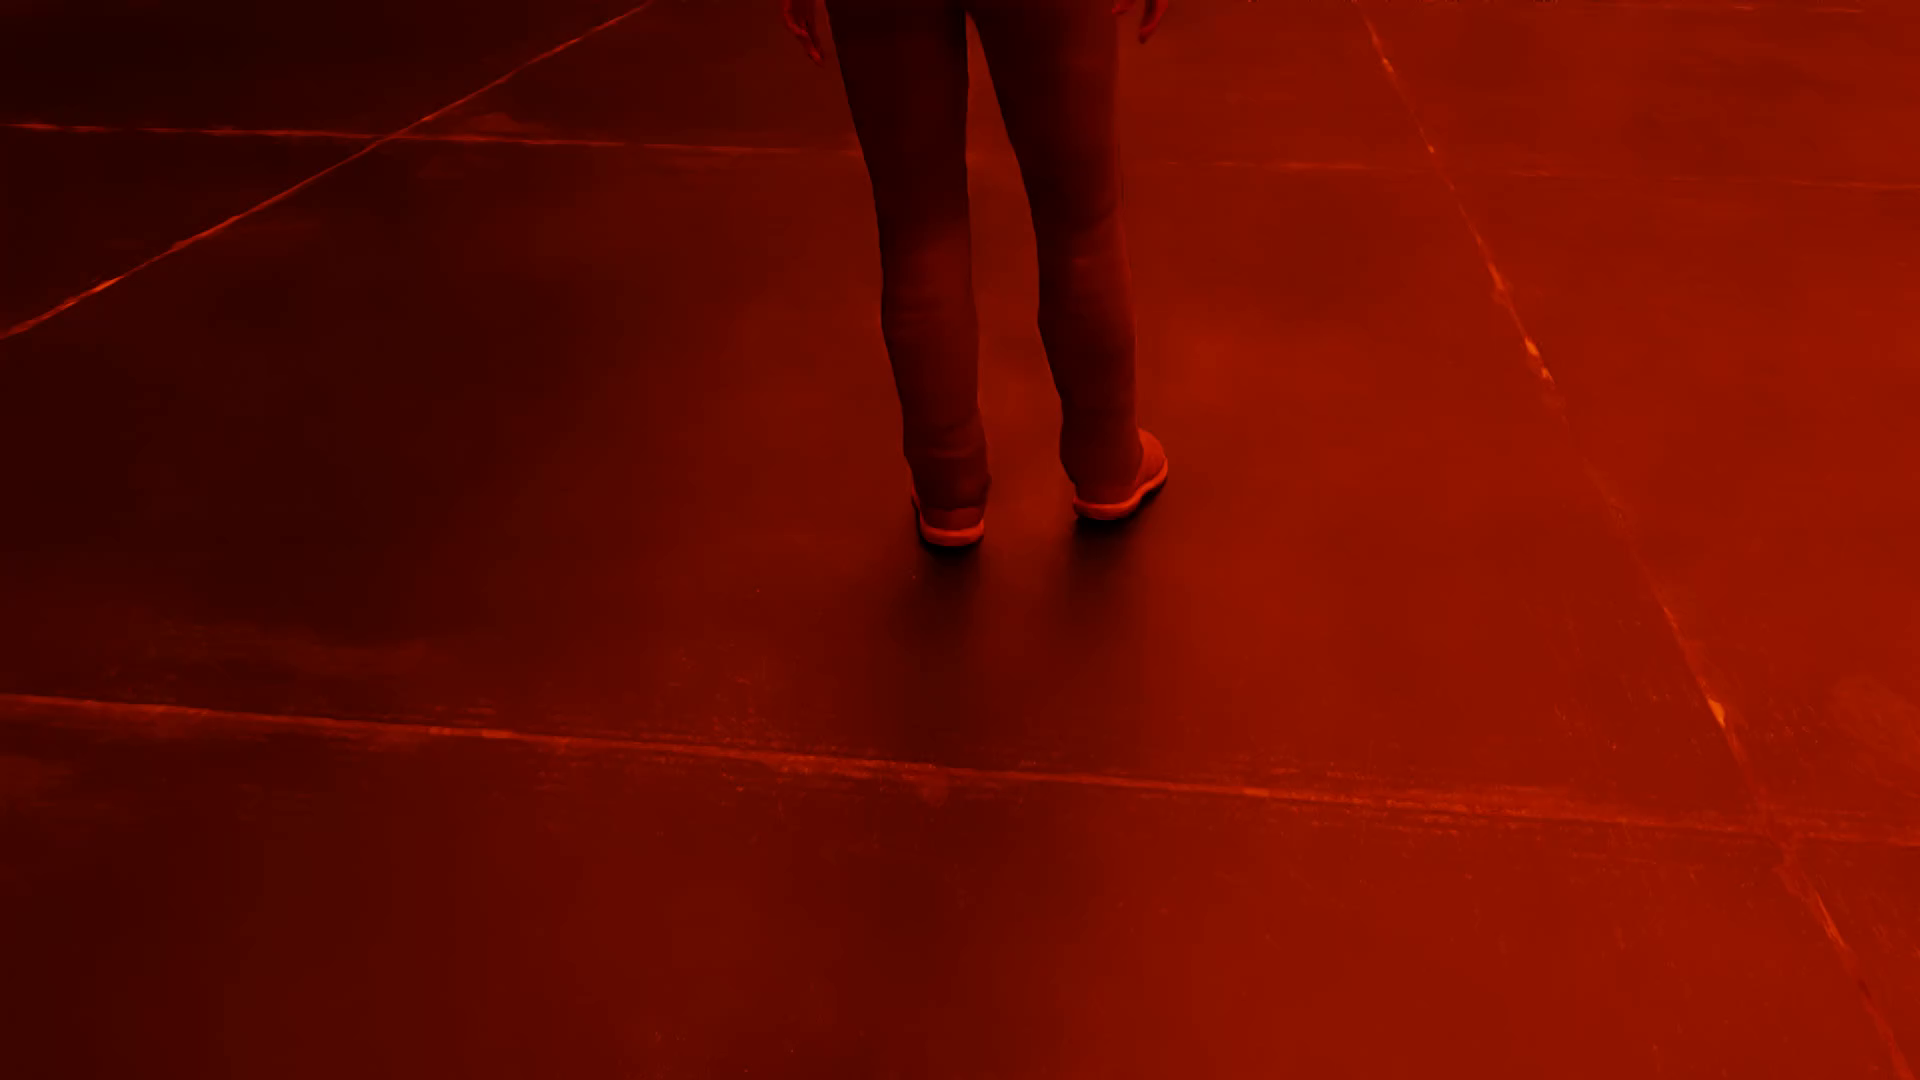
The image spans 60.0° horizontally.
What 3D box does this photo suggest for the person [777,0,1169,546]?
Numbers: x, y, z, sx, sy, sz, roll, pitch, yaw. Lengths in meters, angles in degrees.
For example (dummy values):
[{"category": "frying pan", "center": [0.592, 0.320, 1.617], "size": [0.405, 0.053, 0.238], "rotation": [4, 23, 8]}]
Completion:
[{"category": "person", "center": [0.031, -0.784, 2.203], "size": [0.570, 1.654, 0.503], "rotation": [3, 27, 7]}]
